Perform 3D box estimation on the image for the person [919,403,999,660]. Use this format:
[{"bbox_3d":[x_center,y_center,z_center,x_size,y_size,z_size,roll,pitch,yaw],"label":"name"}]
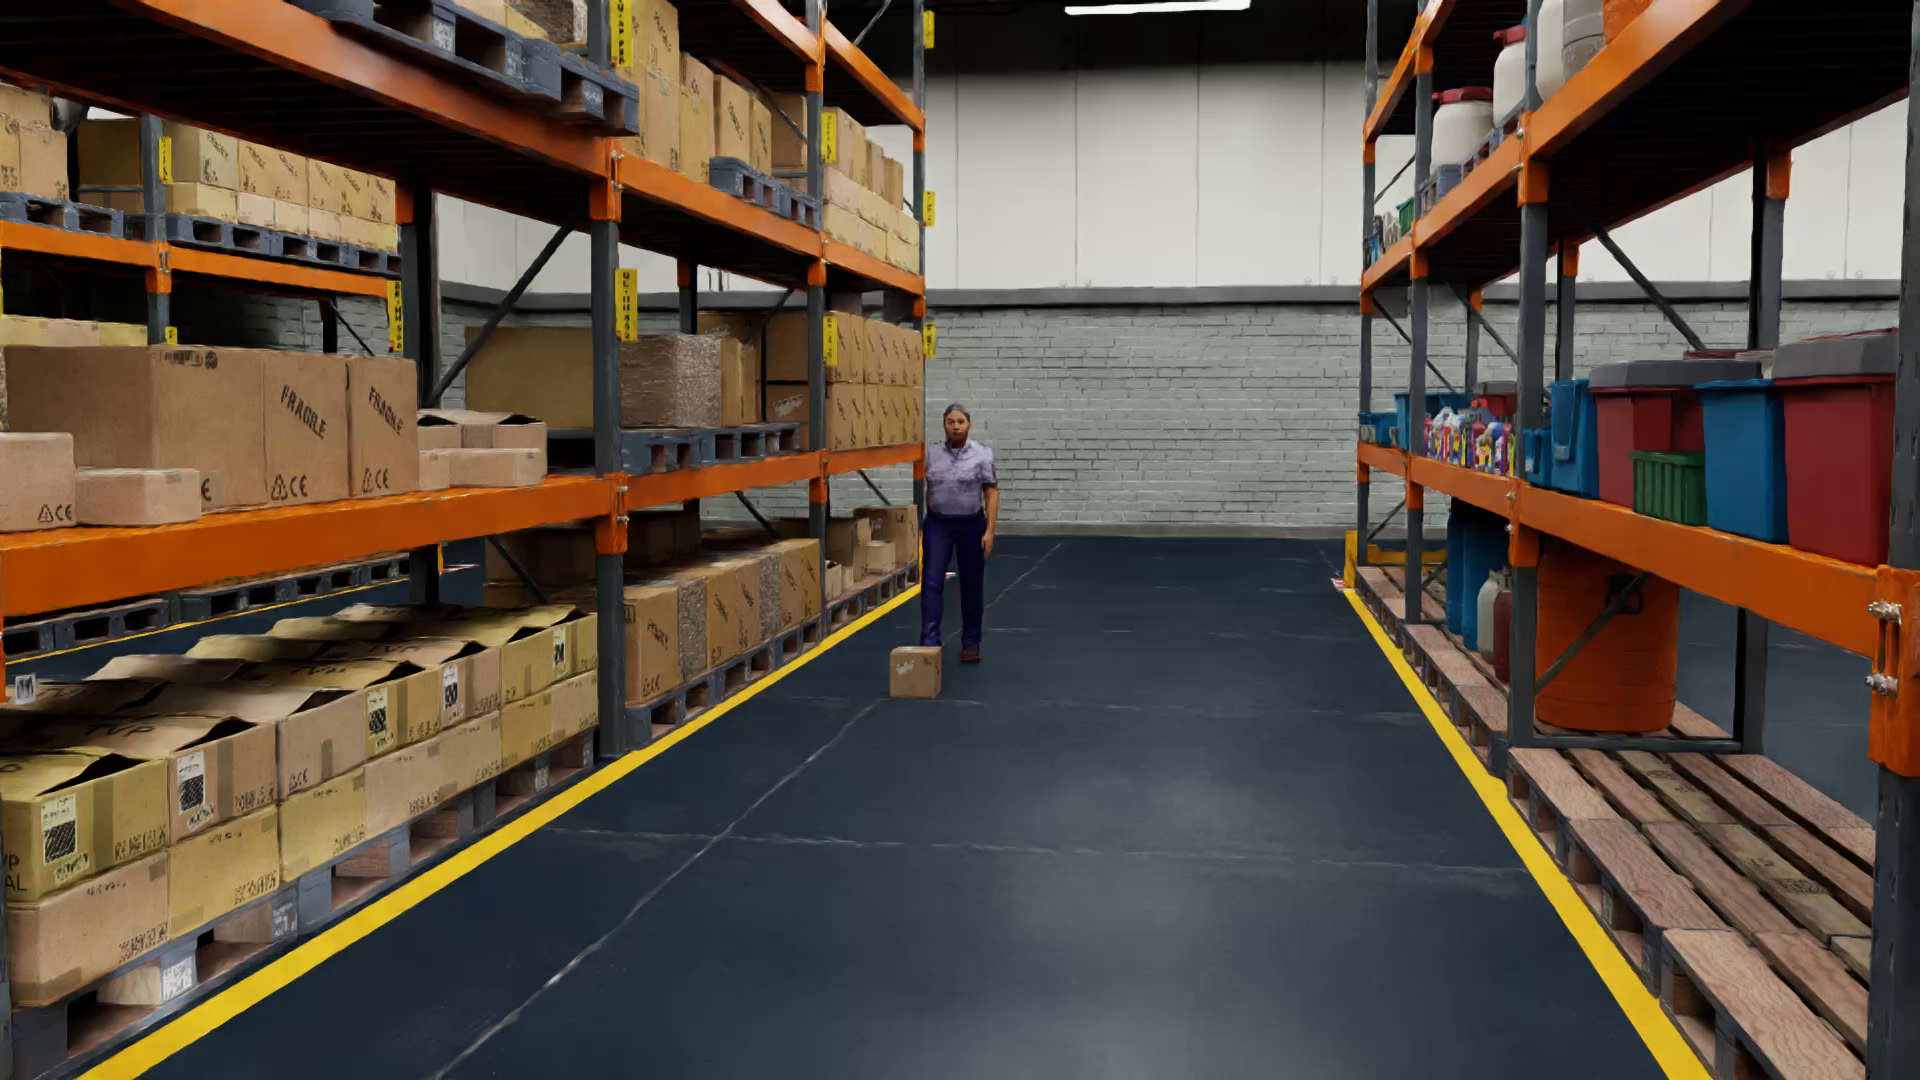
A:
[{"bbox_3d":[-0.014,-0.037,10.361,0.506,1.627,0.746,1,5,7],"label":"person"}]
